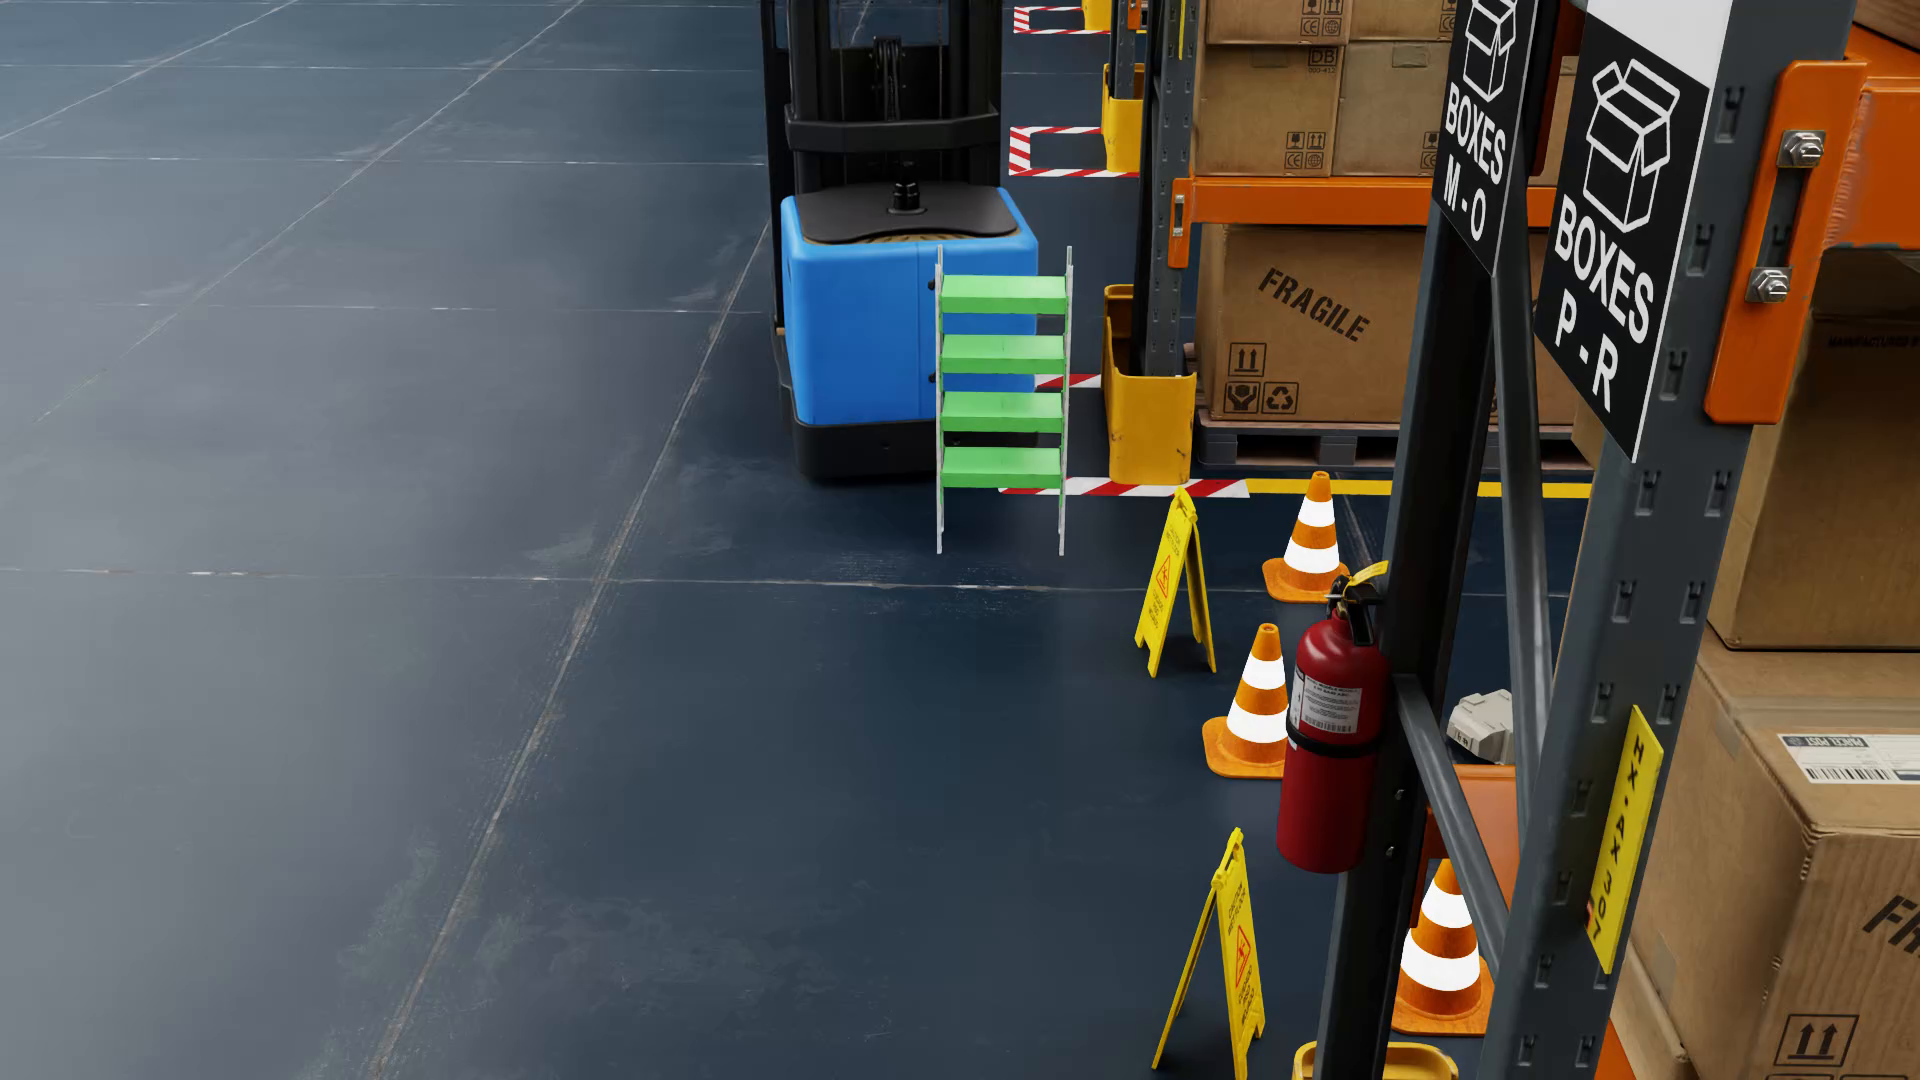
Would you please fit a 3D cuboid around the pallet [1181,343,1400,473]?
[{"bbox_3d":[1.671,-0.627,7.708,1.213,0.211,1.003,1,28,2],"label":"pallet"}]

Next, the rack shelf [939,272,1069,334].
[{"bbox_3d":[0.165,-0.895,6.269,0.480,0.148,0.258,1,28,2],"label":"rack shelf"}]

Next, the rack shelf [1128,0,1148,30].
[{"bbox_3d":[3.144,-3.805,11.494,4.000,0.370,1.077,1,28,2],"label":"rack shelf"}]

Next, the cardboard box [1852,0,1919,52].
[{"bbox_3d":[1.116,-0.574,1.696,0.250,0.149,0.380,1,28,2],"label":"cardboard box"}]

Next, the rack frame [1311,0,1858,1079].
[{"bbox_3d":[0.795,0.484,2.634,0.053,2.616,0.949,1,28,2],"label":"rack frame"}]

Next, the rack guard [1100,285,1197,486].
[{"bbox_3d":[0.845,-0.732,7.597,0.348,0.500,1.175,1,28,2],"label":"rack guard"}]

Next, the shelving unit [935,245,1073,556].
[{"bbox_3d":[0.165,-0.527,6.464,0.503,1.200,0.258,1,28,2],"label":"shelving unit"}]

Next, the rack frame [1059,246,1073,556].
[{"bbox_3d":[0.409,-0.523,6.456,0.015,1.200,0.240,1,28,2],"label":"rack frame"}]

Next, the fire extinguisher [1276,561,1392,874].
[{"bbox_3d":[0.697,0.299,3.066,0.183,0.674,0.296,1,28,2],"label":"fire extinguisher"}]

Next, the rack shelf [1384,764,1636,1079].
[{"bbox_3d":[2.794,0.833,2.743,4.000,0.370,1.077,1,28,2],"label":"rack shelf"}]

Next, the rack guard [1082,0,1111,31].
[{"bbox_3d":[1.398,-5.391,16.386,0.348,0.500,1.175,1,28,2],"label":"rack guard"}]

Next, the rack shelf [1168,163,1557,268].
[{"bbox_3d":[2.868,-1.485,7.117,4.000,0.370,1.077,1,28,2],"label":"rack shelf"}]

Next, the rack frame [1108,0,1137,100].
[{"bbox_3d":[1.145,-4.156,11.388,0.127,3.000,1.000,1,28,2],"label":"rack frame"}]

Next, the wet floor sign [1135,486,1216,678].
[{"bbox_3d":[0.770,0.130,5.815,0.232,0.644,0.267,-4,28,-7],"label":"wet floor sign"}]

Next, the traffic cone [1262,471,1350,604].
[{"bbox_3d":[1.350,-0.042,6.335,0.334,0.463,0.336,1,28,2],"label":"traffic cone"}]

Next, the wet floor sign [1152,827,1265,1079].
[{"bbox_3d":[0.643,1.019,4.139,0.232,0.644,0.267,11,30,19],"label":"wet floor sign"}]

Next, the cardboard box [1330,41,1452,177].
[{"bbox_3d":[1.792,-1.919,7.007,0.550,0.550,0.875,1,28,2],"label":"cardboard box"}]

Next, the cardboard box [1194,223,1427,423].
[{"bbox_3d":[1.549,-1.103,7.448,0.875,0.875,0.875,1,28,2],"label":"cardboard box"}]

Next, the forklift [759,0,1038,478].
[{"bbox_3d":[-0.391,-2.227,7.821,1.130,2.935,3.031,-4,28,-8],"label":"forklift"}]

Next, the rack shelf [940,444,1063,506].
[{"bbox_3d":[0.165,-0.259,6.606,0.480,0.148,0.258,1,28,2],"label":"rack shelf"}]

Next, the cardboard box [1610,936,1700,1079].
[{"bbox_3d":[1.128,0.696,2.503,0.250,0.149,0.380,1,28,2],"label":"cardboard box"}]

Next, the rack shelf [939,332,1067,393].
[{"bbox_3d":[0.165,-0.683,6.381,0.480,0.148,0.258,1,28,2],"label":"rack shelf"}]

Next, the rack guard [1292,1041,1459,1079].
[{"bbox_3d":[0.871,1.588,3.220,0.348,0.500,1.175,1,28,2],"label":"rack guard"}]

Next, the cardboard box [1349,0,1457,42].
[{"bbox_3d":[1.792,-2.389,6.742,0.550,0.550,0.875,1,28,2],"label":"cardboard box"}]

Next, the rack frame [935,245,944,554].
[{"bbox_3d":[-0.078,-0.531,6.471,0.015,1.200,0.240,1,28,2],"label":"rack frame"}]

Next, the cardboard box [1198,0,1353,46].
[{"bbox_3d":[1.239,-2.355,6.677,0.550,0.550,0.875,1,28,2],"label":"cardboard box"}]

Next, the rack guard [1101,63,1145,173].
[{"bbox_3d":[1.221,-3.050,11.971,0.348,0.500,1.175,1,28,2],"label":"rack guard"}]

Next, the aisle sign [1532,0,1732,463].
[{"bbox_3d":[0.723,-0.522,1.757,0.004,0.787,0.394,1,28,2],"label":"aisle sign"}]

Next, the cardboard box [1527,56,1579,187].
[{"bbox_3d":[2.347,-1.851,6.878,0.550,0.550,0.875,1,28,2],"label":"cardboard box"}]

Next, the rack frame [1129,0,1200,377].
[{"bbox_3d":[0.869,-1.836,7.011,0.127,3.000,1.000,1,28,2],"label":"rack frame"}]

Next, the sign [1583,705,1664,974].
[{"bbox_3d":[0.777,0.354,1.955,0.005,0.325,0.100,1,28,2],"label":"sign"}]

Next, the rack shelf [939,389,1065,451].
[{"bbox_3d":[0.165,-0.471,6.494,0.480,0.148,0.258,1,28,2],"label":"rack shelf"}]

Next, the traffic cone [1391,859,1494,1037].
[{"bbox_3d":[1.271,1.007,4.357,0.334,0.463,0.336,1,28,2],"label":"traffic cone"}]

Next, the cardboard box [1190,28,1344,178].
[{"bbox_3d":[1.242,-1.917,7.004,0.550,0.550,0.875,1,28,2],"label":"cardboard box"}]

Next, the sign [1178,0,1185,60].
[{"bbox_3d":[0.844,-1.994,6.300,0.005,0.325,0.100,1,28,2],"label":"sign"}]

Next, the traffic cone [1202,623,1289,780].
[{"bbox_3d":[0.970,0.481,5.348,0.334,0.463,0.336,1,28,2],"label":"traffic cone"}]

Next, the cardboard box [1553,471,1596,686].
[{"bbox_3d":[1.348,0.187,2.770,0.500,0.500,0.500,0,28,1],"label":"cardboard box"}]

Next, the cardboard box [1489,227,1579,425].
[{"bbox_3d":[2.429,-1.089,7.422,0.875,0.875,0.875,1,28,1],"label":"cardboard box"}]

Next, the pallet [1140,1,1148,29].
[{"bbox_3d":[2.209,-5.247,16.423,1.213,0.211,1.003,1,28,2],"label":"pallet"}]

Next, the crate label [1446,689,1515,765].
[{"bbox_3d":[1.758,0.609,5.454,0.298,0.136,0.250,-14,31,-24],"label":"crate label"}]

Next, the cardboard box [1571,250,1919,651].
[{"bbox_3d":[1.314,-0.229,2.487,0.500,0.500,0.700,0,28,1],"label":"cardboard box"}]

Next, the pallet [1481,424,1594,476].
[{"bbox_3d":[2.887,-0.606,7.668,1.213,0.211,1.003,1,28,2],"label":"pallet"}]

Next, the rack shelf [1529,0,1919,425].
[{"bbox_3d":[2.794,-0.492,2.041,4.000,0.370,1.077,1,28,2],"label":"rack shelf"}]

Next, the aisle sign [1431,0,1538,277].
[{"bbox_3d":[0.744,-0.803,2.286,0.004,0.787,0.394,1,28,2],"label":"aisle sign"}]

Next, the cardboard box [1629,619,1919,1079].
[{"bbox_3d":[1.259,0.445,2.284,0.500,0.500,0.500,1,28,1],"label":"cardboard box"}]
